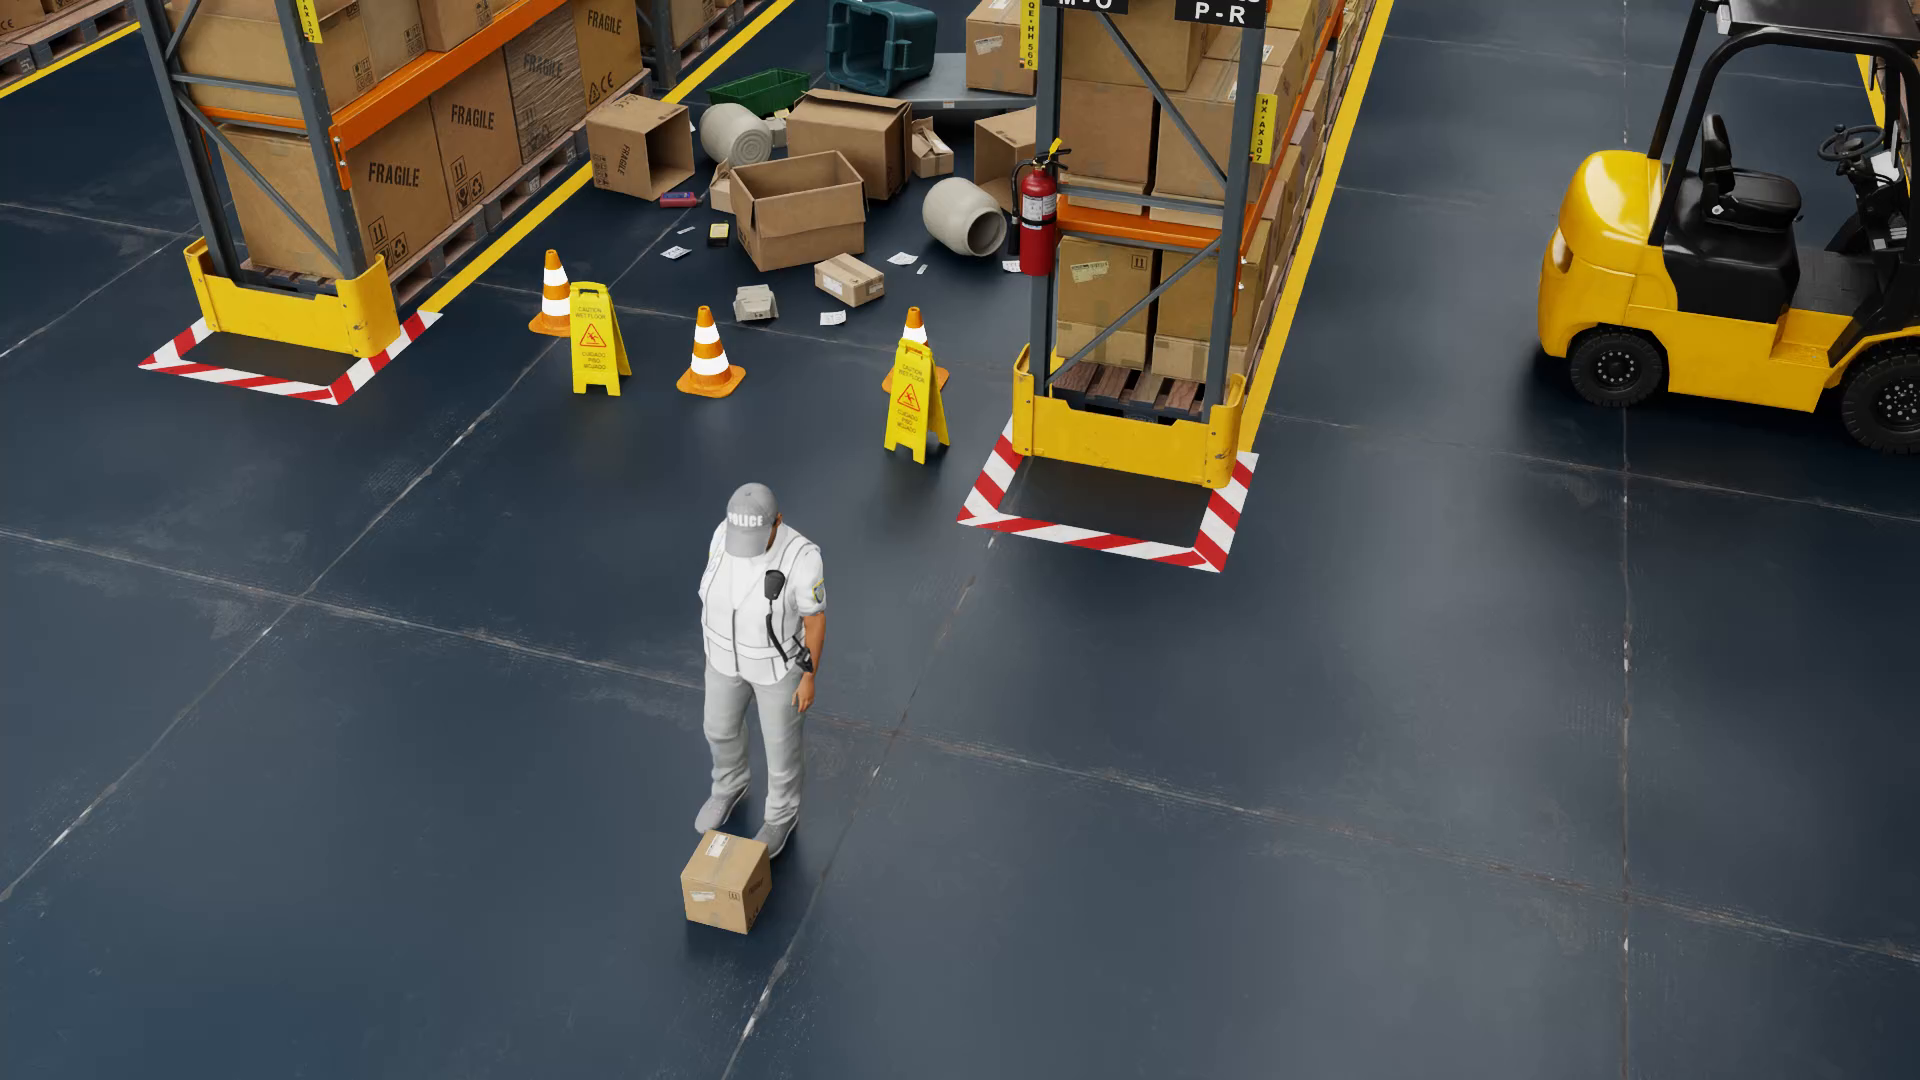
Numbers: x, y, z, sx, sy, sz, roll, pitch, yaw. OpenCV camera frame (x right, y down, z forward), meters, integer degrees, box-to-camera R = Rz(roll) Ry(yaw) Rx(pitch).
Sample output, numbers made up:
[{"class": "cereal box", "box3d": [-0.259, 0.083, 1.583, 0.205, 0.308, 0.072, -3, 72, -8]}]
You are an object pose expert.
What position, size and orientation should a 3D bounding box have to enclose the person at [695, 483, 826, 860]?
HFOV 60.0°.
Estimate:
[{"class": "person", "box3d": [-0.780, 0.492, 6.255, 0.561, 1.706, 0.476, 14, 39, 18]}]
